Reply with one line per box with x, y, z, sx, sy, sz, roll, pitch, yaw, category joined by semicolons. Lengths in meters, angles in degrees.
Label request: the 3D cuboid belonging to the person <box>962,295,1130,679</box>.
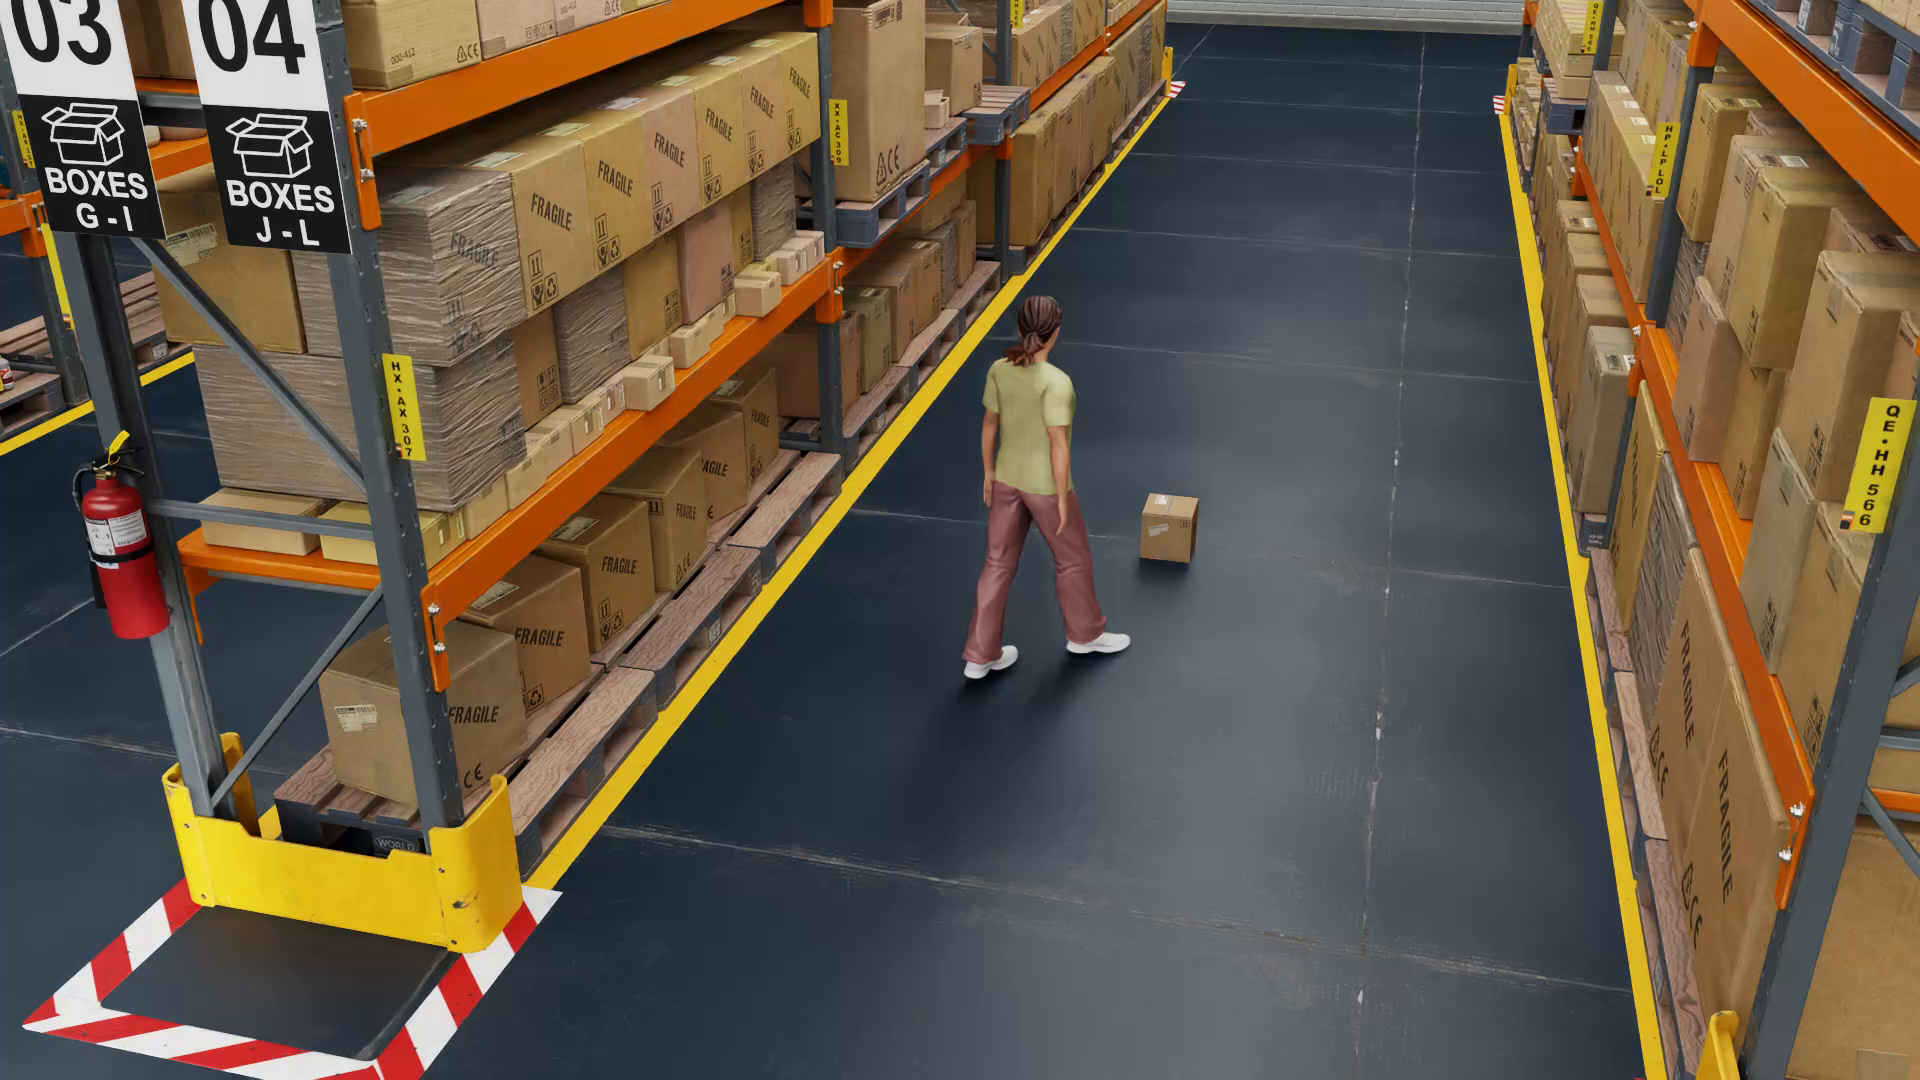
0.332;-0.223;7.078;0.545;1.661;0.765;20;32;36;person
